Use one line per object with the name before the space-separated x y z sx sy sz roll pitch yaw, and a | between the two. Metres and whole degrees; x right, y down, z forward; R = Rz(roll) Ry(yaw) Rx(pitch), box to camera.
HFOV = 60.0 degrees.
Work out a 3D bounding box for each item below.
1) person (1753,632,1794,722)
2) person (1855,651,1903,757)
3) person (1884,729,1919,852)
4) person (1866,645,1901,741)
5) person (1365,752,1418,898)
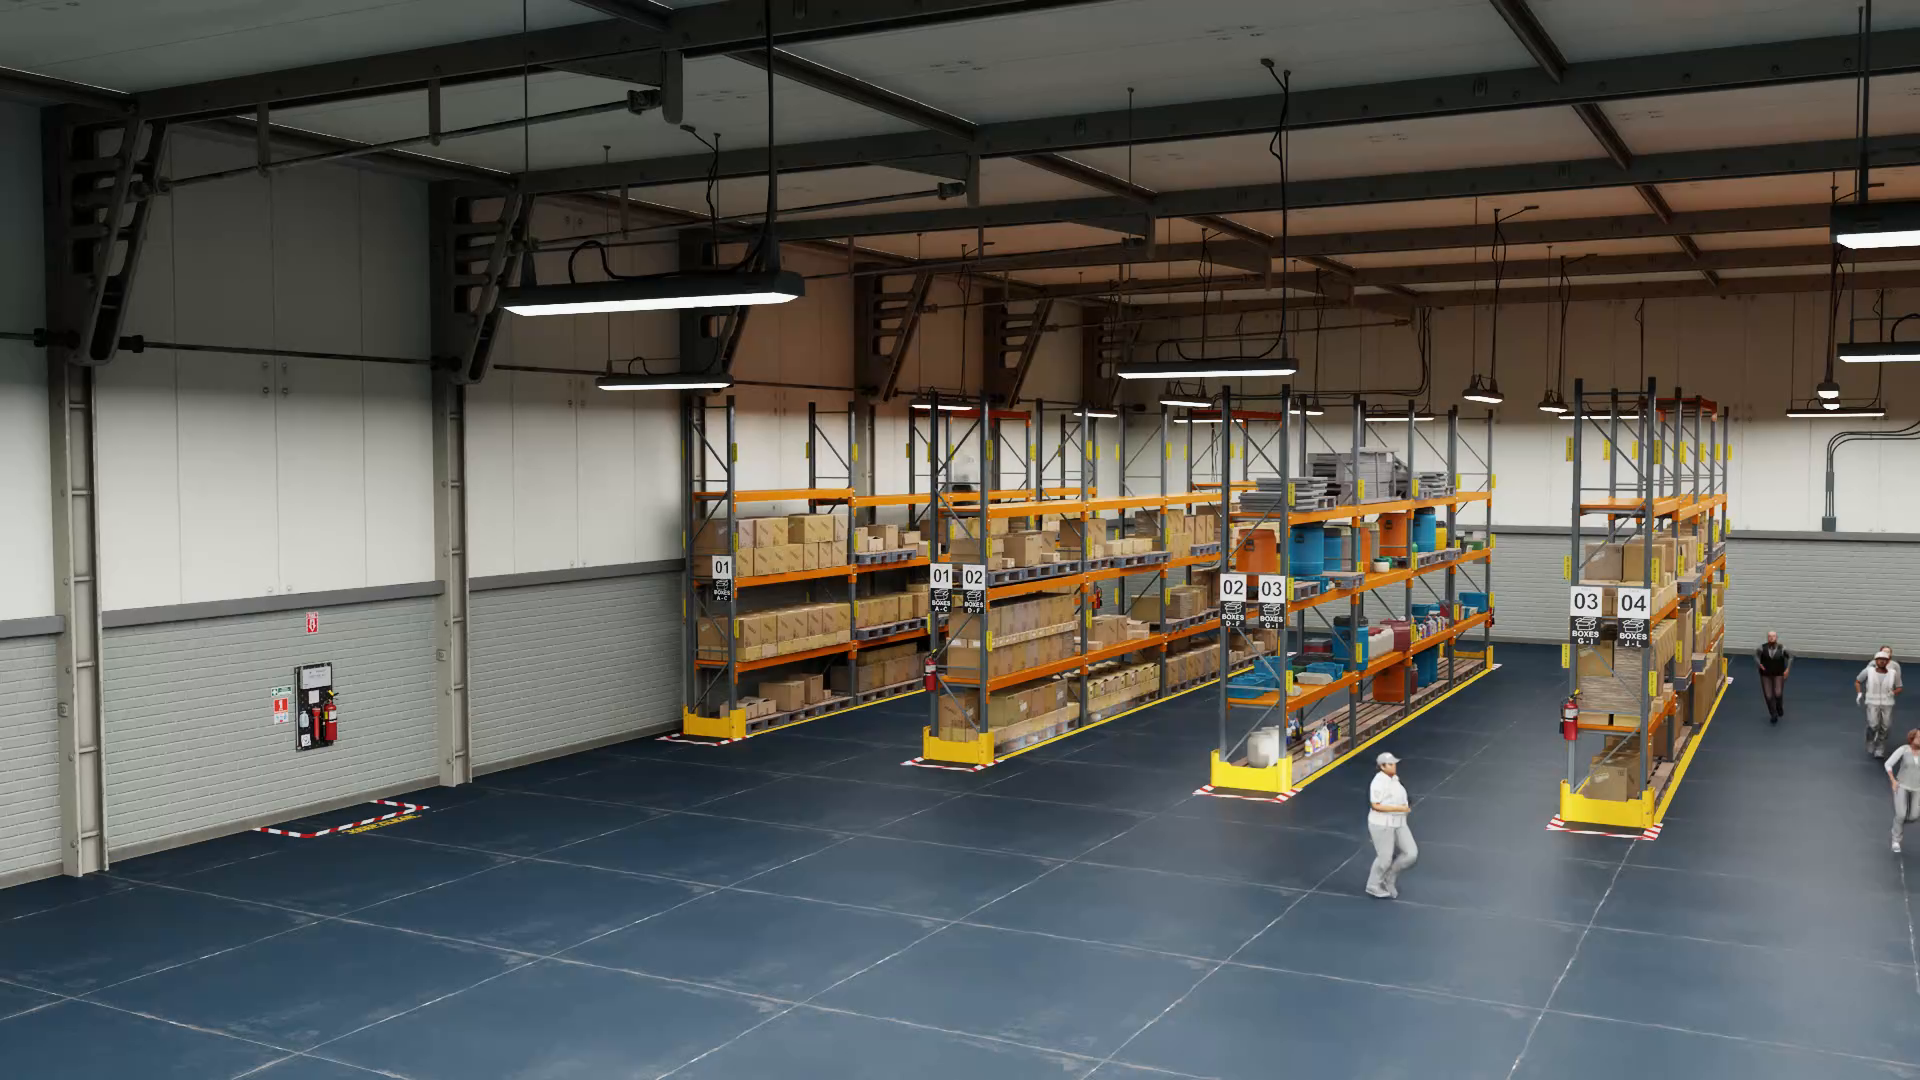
person | 15.086 2.538 30.883 0.666 1.678 0.553 2 4 33
person | 14.991 2.689 27.106 0.670 1.737 0.624 1 3 22
person | 11.974 3.142 20.987 0.571 1.554 0.524 1 3 16
person | 16.004 2.656 28.823 0.539 1.673 0.687 1 3 20
person | 4.836 3.203 18.587 0.588 1.656 0.603 -3 4 -42
